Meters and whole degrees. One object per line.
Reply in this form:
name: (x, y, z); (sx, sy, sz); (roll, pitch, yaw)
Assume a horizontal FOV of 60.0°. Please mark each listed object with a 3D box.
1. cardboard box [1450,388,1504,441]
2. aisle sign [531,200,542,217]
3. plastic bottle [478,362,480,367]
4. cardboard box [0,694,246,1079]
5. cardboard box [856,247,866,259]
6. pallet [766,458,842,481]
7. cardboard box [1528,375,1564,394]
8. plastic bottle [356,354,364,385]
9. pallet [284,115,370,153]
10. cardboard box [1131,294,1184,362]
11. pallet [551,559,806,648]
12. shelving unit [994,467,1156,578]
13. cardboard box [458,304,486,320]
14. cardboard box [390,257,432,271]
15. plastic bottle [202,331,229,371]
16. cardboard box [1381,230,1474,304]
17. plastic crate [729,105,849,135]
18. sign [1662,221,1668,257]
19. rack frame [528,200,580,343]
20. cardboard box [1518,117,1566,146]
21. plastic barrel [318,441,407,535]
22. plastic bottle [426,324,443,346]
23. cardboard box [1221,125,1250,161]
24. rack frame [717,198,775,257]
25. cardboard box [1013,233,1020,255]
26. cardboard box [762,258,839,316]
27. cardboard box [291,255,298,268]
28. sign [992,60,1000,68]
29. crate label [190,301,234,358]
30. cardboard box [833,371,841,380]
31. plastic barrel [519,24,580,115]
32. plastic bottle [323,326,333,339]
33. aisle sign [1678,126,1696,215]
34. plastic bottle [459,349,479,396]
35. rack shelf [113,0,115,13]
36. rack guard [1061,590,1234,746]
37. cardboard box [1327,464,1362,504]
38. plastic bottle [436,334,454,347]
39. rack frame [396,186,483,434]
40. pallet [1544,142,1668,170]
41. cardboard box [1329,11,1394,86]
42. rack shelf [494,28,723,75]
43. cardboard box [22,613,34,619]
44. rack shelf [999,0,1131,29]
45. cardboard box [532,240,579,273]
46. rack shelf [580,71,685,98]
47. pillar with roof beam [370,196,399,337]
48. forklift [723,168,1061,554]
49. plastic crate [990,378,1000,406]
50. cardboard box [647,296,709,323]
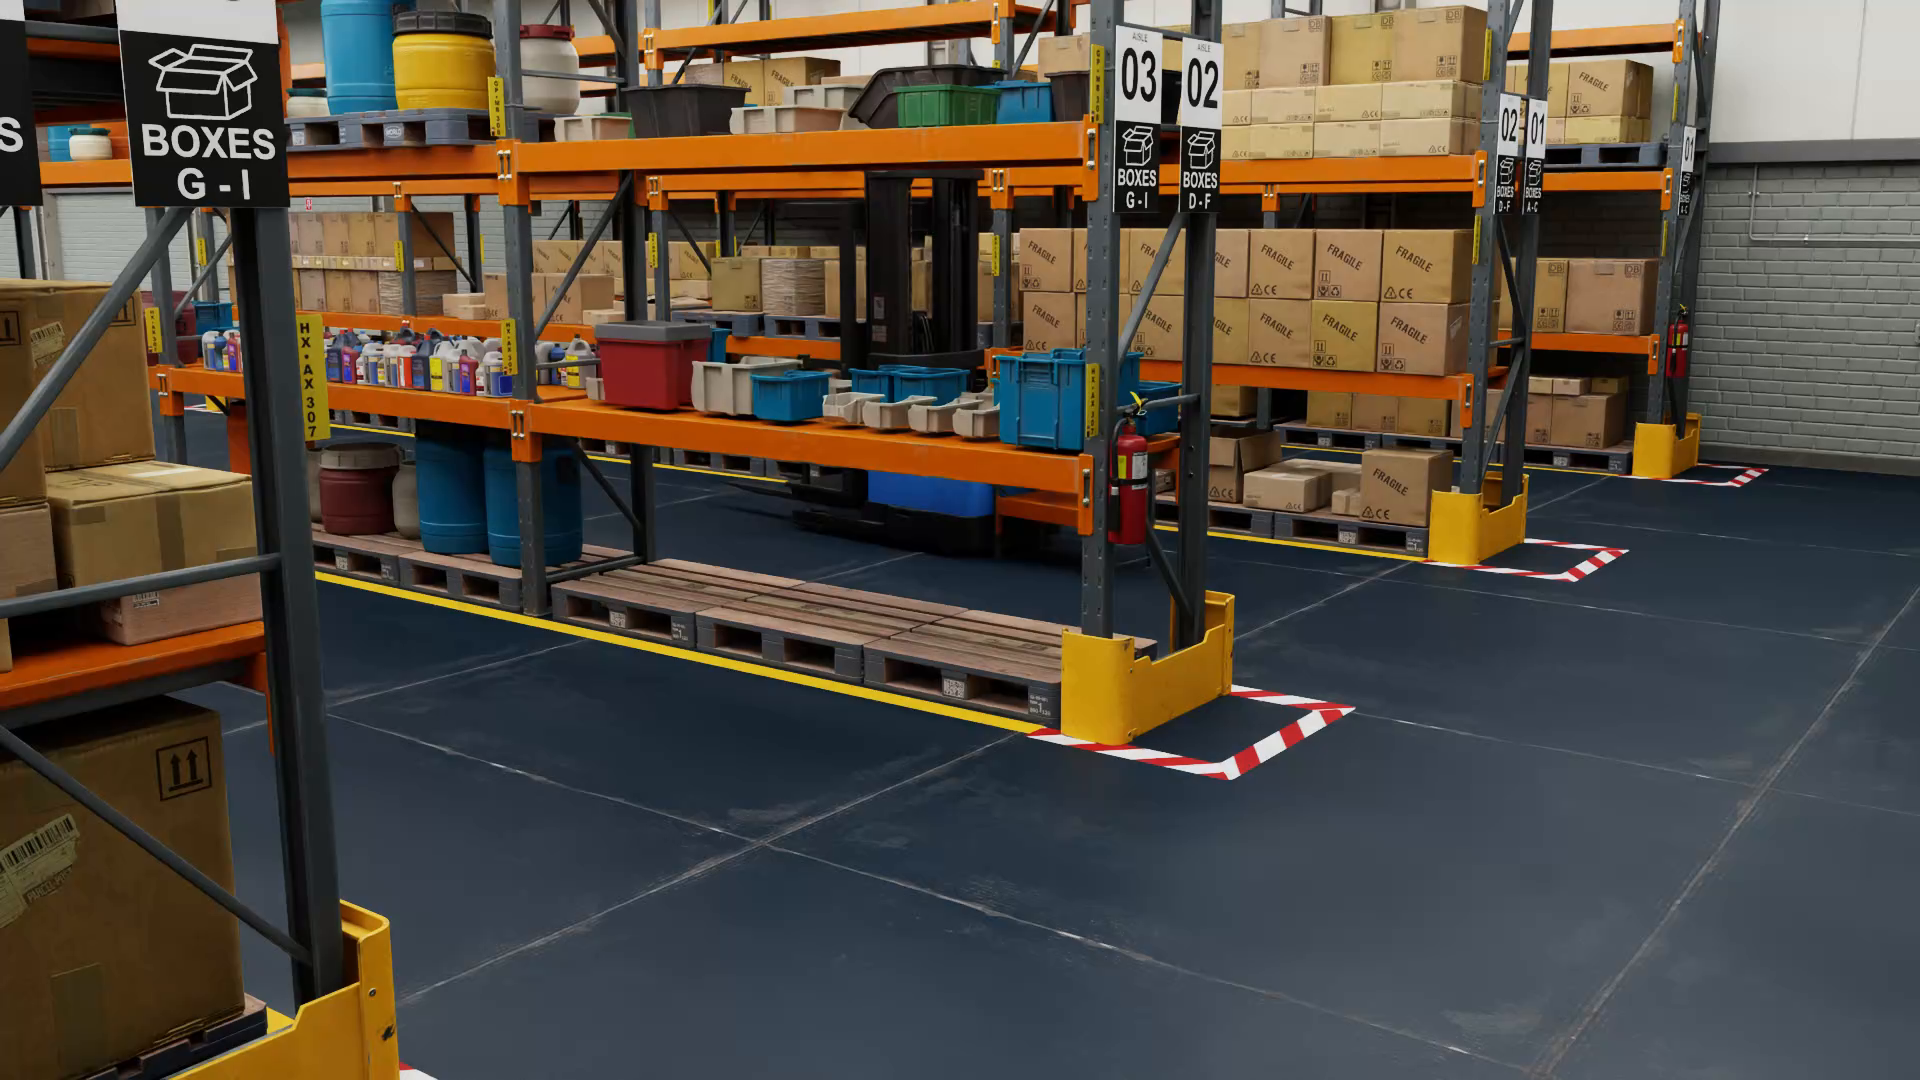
cardboard box: (5.337, -1.303, 16.843); (0.500, 0.500, 0.700); (7, 13, 34)
aisle sign: (-6.362, -5.185, 24.591); (0.004, 0.787, 0.394); (8, 13, 36)
plastic bottle: (-3.009, -1.011, 10.384); (0.097, 0.201, 0.097); (0, 11, 0)
cardboard box: (-2.590, 0.904, 4.447); (0.875, 0.875, 0.875); (8, 13, 36)
cardboard box: (-1.081, -3.501, 21.305); (0.500, 0.500, 0.700); (8, 13, 36)
pallet: (-1.049, -0.693, 15.554); (1.213, 0.211, 1.003); (8, 13, 36)
cardboard box: (5.728, -1.524, 16.278); (0.250, 0.149, 0.380); (8, 14, 37)
plastic bottle: (-3.934, -1.126, 10.977); (0.097, 0.201, 0.097); (0, 11, 0)
pallet: (-3.924, -2.661, 10.988); (1.213, 0.211, 1.003); (8, 13, 36)
cardboard box: (1.682, -1.675, 13.029); (0.500, 0.500, 0.500); (8, 13, 35)
pallet: (-1.703, 0.365, 10.089); (1.213, 0.211, 1.003); (8, 13, 36)
shelving unit: (0.792, -0.392, 11.593); (1.048, 1.125, 0.538); (10, 15, 43)
cardboard box: (-5.239, -2.484, 18.134); (0.250, 0.149, 0.380); (8, 13, 36)
cardboard box: (-6.178, -3.104, 18.704); (0.250, 0.149, 0.380); (8, 13, 35)
plastic bottle: (-5.385, -1.372, 12.049); (0.135, 0.276, 0.152); (8, 13, 36)
cardboard box: (3.319, -1.937, 11.750); (0.500, 0.500, 0.500); (8, 13, 35)
plastic crate: (-0.907, -2.169, 8.640); (0.530, 0.136, 0.437); (8, 13, 36)
sign: (6.437, -2.751, 15.182); (0.005, 0.325, 0.100); (8, 13, 36)
rack frame: (-6.127, -3.947, 25.034); (0.127, 3.000, 1.000); (8, 13, 36)
cardboard box: (5.602, -3.902, 15.933); (0.500, 0.250, 0.500); (7, 13, 33)
plastic barrel: (-4.228, -0.374, 11.807); (0.708, 0.588, 0.600); (8, 13, 36)
plastic bottle: (-3.683, -1.338, 11.678); (0.185, 0.351, 0.144); (8, 13, 36)
cardboard box: (2.070, -2.976, 12.516); (0.500, 0.250, 0.500); (8, 13, 36)
rack frame: (-2.903, -3.497, 22.709); (0.127, 3.000, 1.000); (8, 13, 36)
cardboard box: (0.968, -3.470, 19.494); (0.500, 0.250, 0.500); (8, 13, 35)
cardboard box: (-1.409, -2.358, 15.454); (0.700, 0.500, 0.500); (-10, 15, -42)
cardboard box: (-7.828, -3.334, 19.895); (0.250, 0.149, 0.380); (8, 13, 35)
sign: (0.291, -3.673, 13.325); (0.005, 0.325, 0.100); (8, 13, 36)
crate label: (-6.183, -1.701, 13.333); (0.616, 0.435, 0.502); (8, 13, 36)
cardboard box: (-0.840, -1.456, 15.609); (0.500, 0.250, 0.500); (8, 13, 34)
plastic barrel: (-2.594, -2.924, 10.387); (0.433, 0.535, 0.433); (0, 11, 0)
plastic bottle: (-4.778, -1.467, 12.524); (0.133, 0.283, 0.061); (8, 13, 36)
aisle sign: (6.650, -3.370, 15.209); (0.004, 0.787, 0.394); (8, 13, 36)
plastic bottle: (-3.041, -1.038, 10.303); (0.133, 0.283, 0.061); (8, 13, 36)
rack shelf: (-7.155, -4.151, 13.244); (4.000, 0.370, 1.077); (8, 13, 36)
rack guard: (0.932, 0.597, 8.130); (0.348, 0.500, 1.175); (8, 13, 36)
cardboard box: (3.167, -0.416, 12.864); (0.500, 0.250, 0.500); (8, 13, 36)
plastic bottle: (-3.317, -1.153, 10.722); (0.185, 0.351, 0.144); (8, 13, 36)
rack frame: (-5.832, -2.738, 18.787); (0.127, 3.000, 1.000); (8, 13, 36)
pallet: (6.165, -3.659, 15.882); (1.213, 0.211, 1.003); (8, 13, 36)
cardboard box: (3.064, -3.526, 12.067); (0.500, 0.500, 0.700); (8, 13, 36)
rack shelf: (-4.220, -4.909, 17.161); (4.000, 0.370, 1.077); (8, 13, 36)
cardboard box: (-2.531, 0.102, 4.764); (0.250, 0.149, 0.380); (8, 13, 34)
rack shelf: (2.228, -4.205, 12.475); (4.000, 0.370, 1.077); (8, 13, 36)
cardboard box: (-5.920, -4.152, 24.460); (0.500, 0.500, 0.500); (8, 14, 36)
rack shelf: (-4.515, -6.313, 23.370); (4.000, 0.370, 1.077); (8, 13, 36)
pillar with roof beam: (-12.435, -6.961, 24.822); (0.400, 9.000, 9.100); (8, 13, 36)
forklift: (-0.660, -1.555, 12.849); (3.031, 2.935, 1.130); (10, 15, 43)
plastic crate: (0.371, -0.731, 8.693); (0.300, 0.233, 0.416); (8, 13, 36)
cardboard box: (-2.875, -2.292, 16.717); (0.500, 0.311, 0.500); (9, 14, 39)
